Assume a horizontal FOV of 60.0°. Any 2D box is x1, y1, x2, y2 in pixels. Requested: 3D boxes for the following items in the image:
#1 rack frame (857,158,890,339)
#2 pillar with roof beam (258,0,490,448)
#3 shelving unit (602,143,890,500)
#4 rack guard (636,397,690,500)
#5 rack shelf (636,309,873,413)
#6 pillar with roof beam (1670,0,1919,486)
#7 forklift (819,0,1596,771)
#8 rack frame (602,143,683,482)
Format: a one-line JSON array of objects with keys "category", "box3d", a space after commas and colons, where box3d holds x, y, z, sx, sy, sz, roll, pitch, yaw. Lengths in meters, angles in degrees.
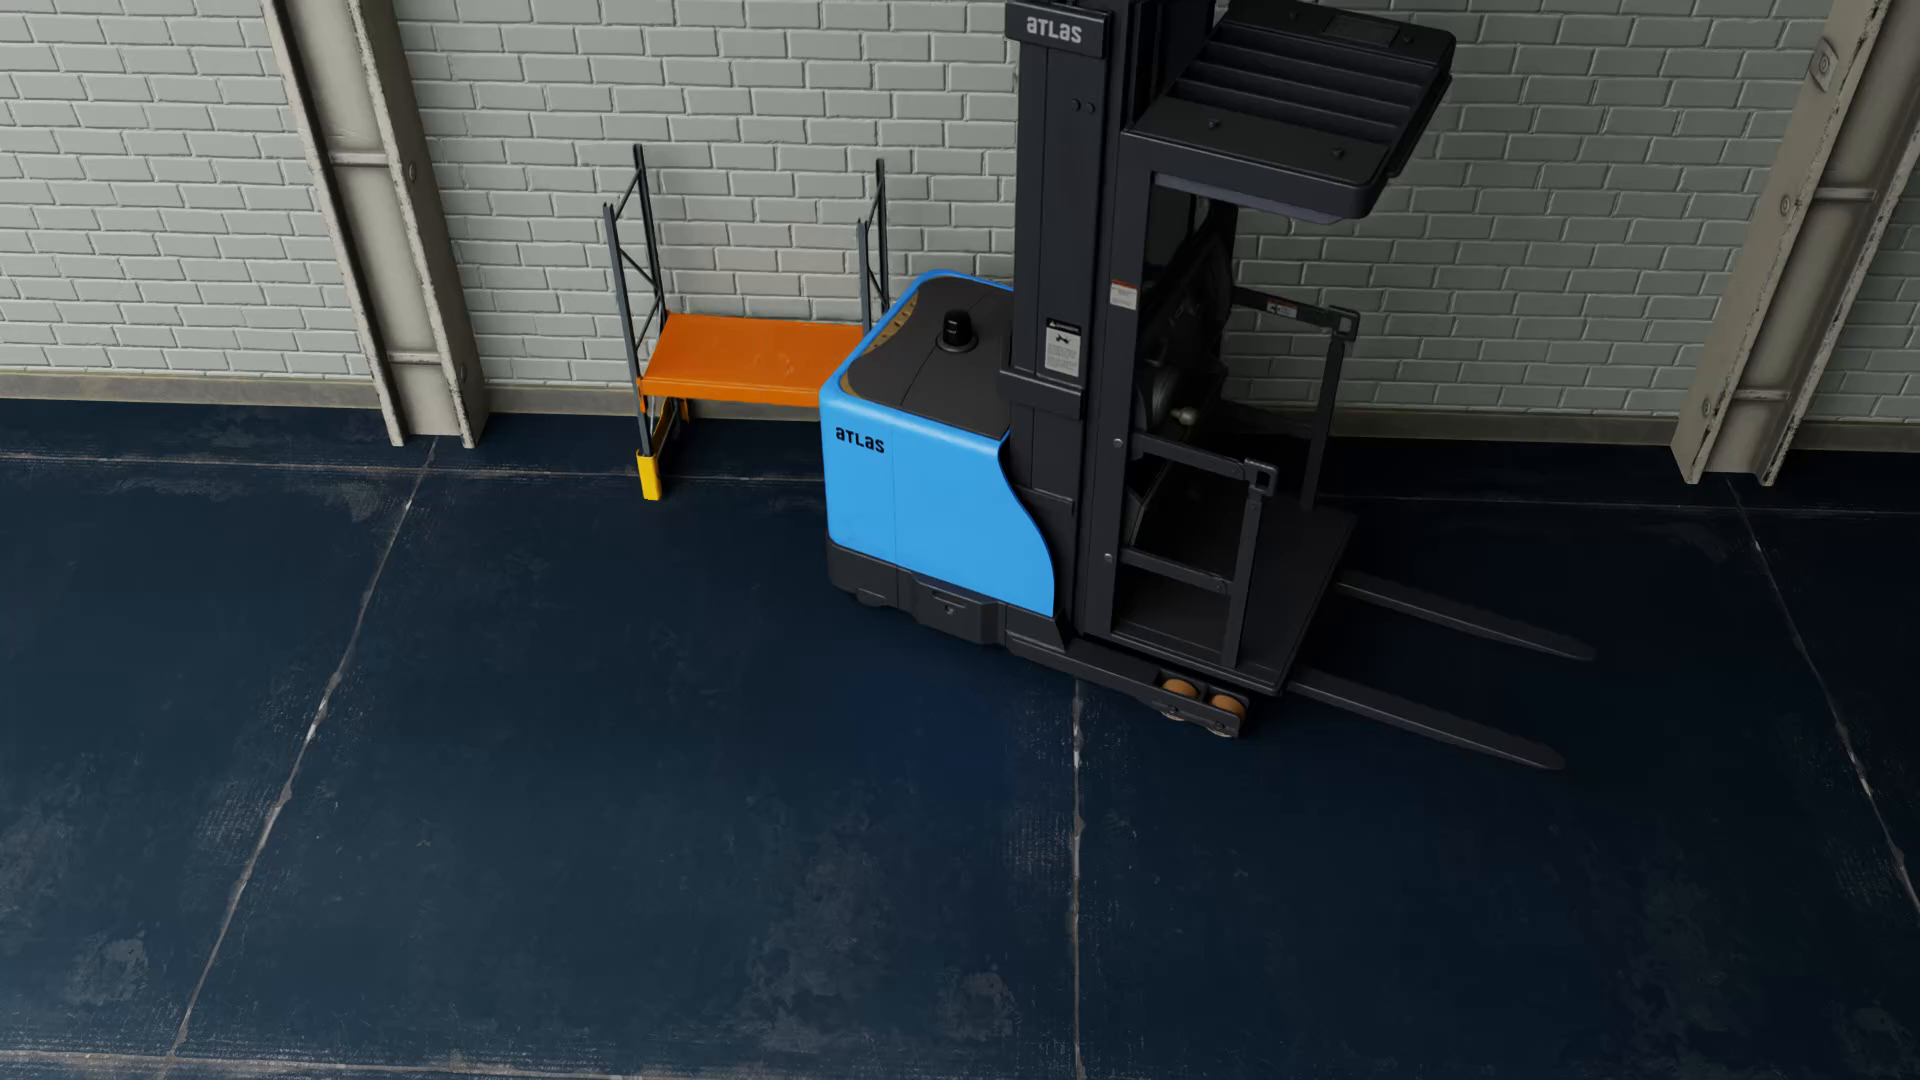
[{"category": "rack frame", "box3d": [-0.354, -0.848, 7.145, 0.032, 1.500, 0.500, 5, 43, 5]}, {"category": "pillar with roof beam", "box3d": [-2.658, -0.903, 1.703, 0.400, 9.000, 9.100, 2, 43, 2]}, {"category": "shelving unit", "box3d": [-0.868, -0.889, 7.189, 1.083, 1.500, 0.587, 5, 43, 5]}, {"category": "rack guard", "box3d": [-1.363, -0.471, 7.658, 0.087, 0.250, 0.587, 5, 43, 5]}, {"category": "rack shelf", "box3d": [-0.859, -0.757, 7.311, 1.000, 0.185, 0.538, 5, 43, 5]}, {"category": "pillar with roof beam", "box3d": [3.336, -0.719, 1.505, 0.400, 9.000, 9.100, 2, 43, 2]}, {"category": "forklift", "box3d": [0.995, -0.719, 5.956, 3.031, 2.935, 1.130, 18, 46, 19]}, {"category": "rack frame", "box3d": [-1.364, -0.929, 7.232, 0.032, 1.500, 0.500, 5, 43, 5]}]
